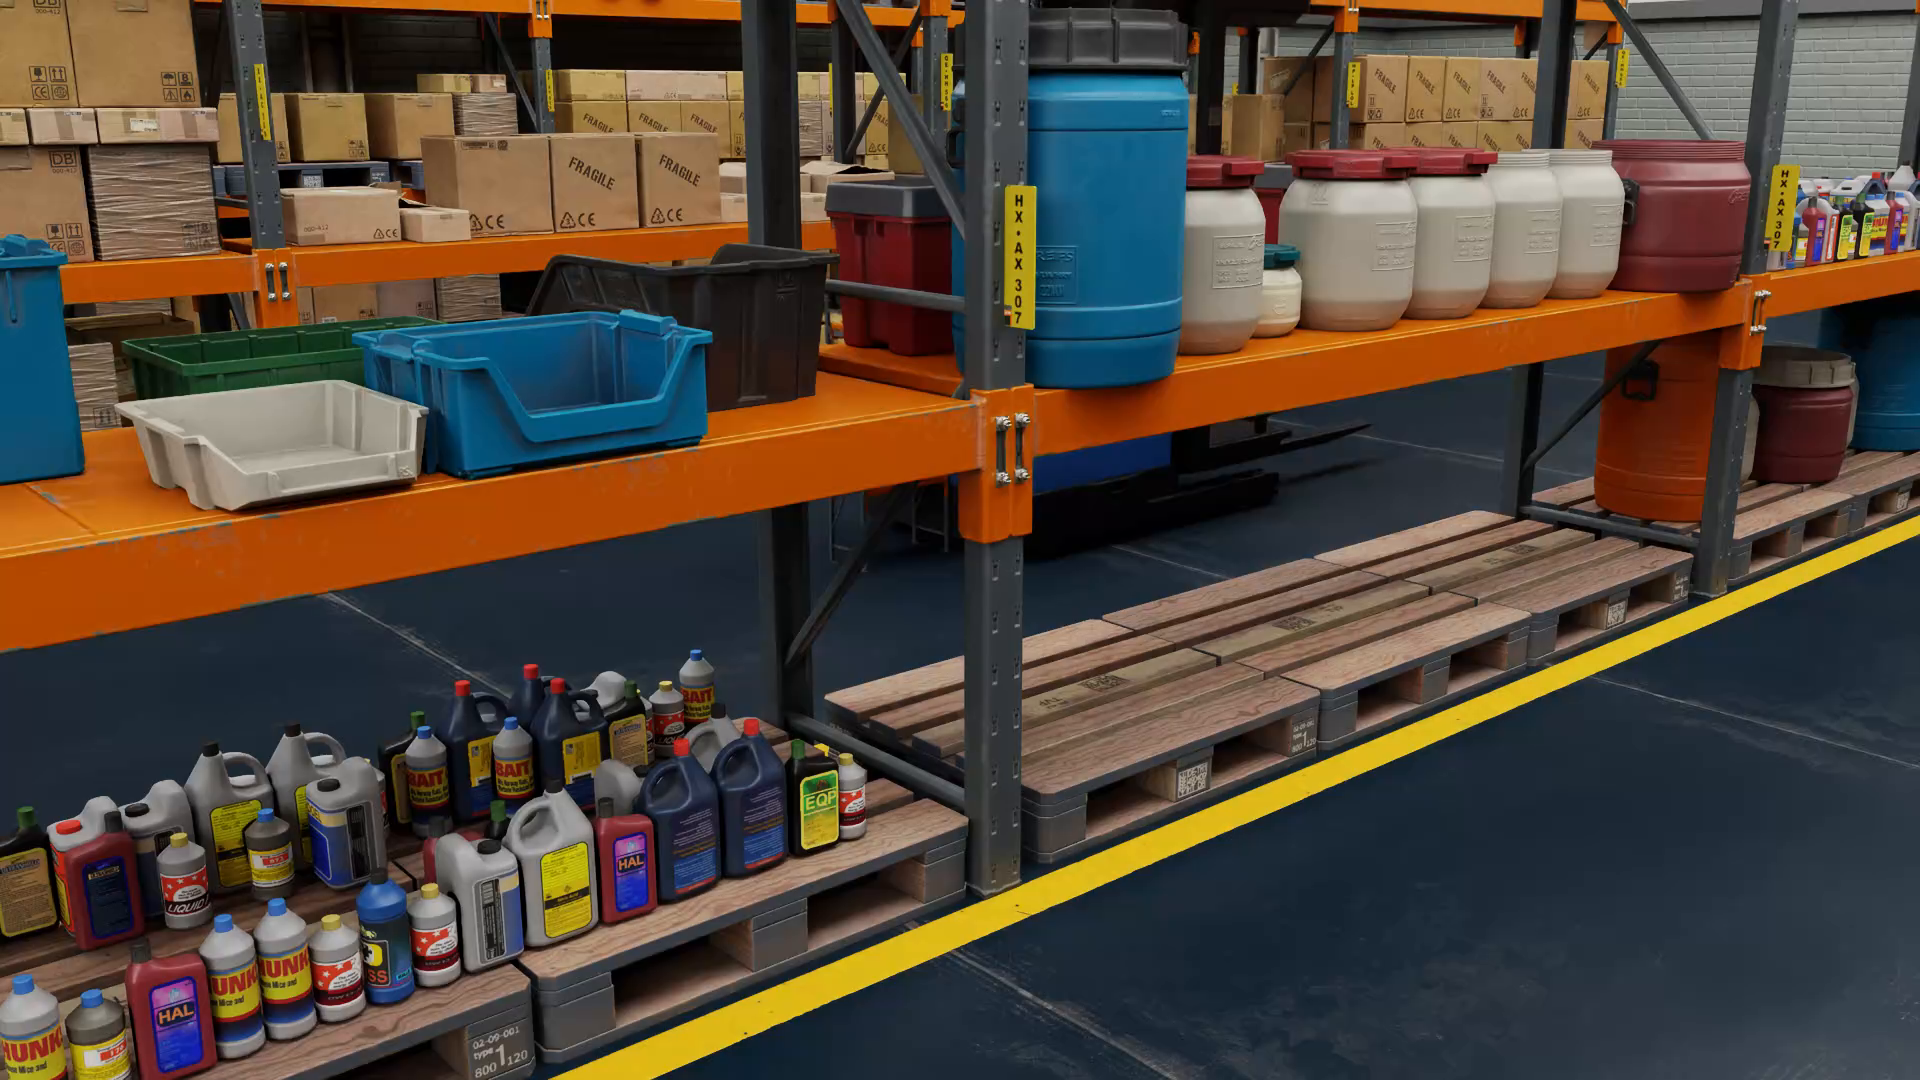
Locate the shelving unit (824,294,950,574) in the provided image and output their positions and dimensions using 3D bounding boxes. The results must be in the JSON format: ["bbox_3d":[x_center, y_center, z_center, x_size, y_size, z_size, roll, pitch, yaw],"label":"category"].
[{"bbox_3d":[-0.312,-0.501,7.300,0.503,1.200,0.258,-14,20,-41],"label":"shelving unit"}]

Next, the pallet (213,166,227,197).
[{"bbox_3d":[-6.045,-2.567,11.920,1.213,0.211,1.003,-13,19,-39],"label":"pallet"}]

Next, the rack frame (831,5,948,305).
[{"bbox_3d":[-0.445,-2.273,10.445,0.127,3.000,1.000,-13,19,-39],"label":"rack frame"}]

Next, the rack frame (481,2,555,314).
[{"bbox_3d":[-3.700,-3.236,14.053,0.127,3.000,1.000,-13,19,-39],"label":"rack frame"}]

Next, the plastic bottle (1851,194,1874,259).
[{"bbox_3d":[3.996,-1.393,7.378,0.133,0.283,0.061,-13,19,-39],"label":"plastic bottle"}]

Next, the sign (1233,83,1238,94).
[{"bbox_3d":[2.210,-3.473,13.261,0.005,0.325,0.100,-13,19,-39],"label":"sign"}]

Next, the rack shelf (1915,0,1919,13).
[{"bbox_3d":[4.312,-2.748,7.807,4.000,0.370,1.077,-13,19,-39],"label":"rack shelf"}]

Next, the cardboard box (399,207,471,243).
[{"bbox_3d":[-2.660,-1.584,8.354,0.250,0.149,0.380,-13,19,-39],"label":"cardboard box"}]

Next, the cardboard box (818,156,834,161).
[{"bbox_3d":[-1.312,-3.551,15.680,0.250,0.149,0.380,-13,19,-39],"label":"cardboard box"}]

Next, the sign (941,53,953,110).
[{"bbox_3d":[-0.078,-2.724,9.893,0.005,0.325,0.100,-13,19,-39],"label":"sign"}]

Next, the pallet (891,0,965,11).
[{"bbox_3d":[-0.058,-5.457,16.726,1.213,0.211,1.003,-13,19,-39],"label":"pallet"}]

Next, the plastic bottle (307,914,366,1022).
[{"bbox_3d":[-1.250,0.849,3.330,0.097,0.201,0.097,0,15,0],"label":"plastic bottle"}]

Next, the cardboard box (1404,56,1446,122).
[{"bbox_3d":[3.501,-3.594,13.261,0.500,0.500,0.500,-13,20,-41],"label":"cardboard box"}]

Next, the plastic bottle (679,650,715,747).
[{"bbox_3d":[-0.742,0.444,4.709,0.097,0.271,0.097,0,15,0],"label":"plastic bottle"}]

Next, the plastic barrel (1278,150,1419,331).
[{"bbox_3d":[1.205,-0.939,5.191,0.433,0.535,0.433,0,15,0],"label":"plastic barrel"}]

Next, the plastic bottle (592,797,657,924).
[{"bbox_3d":[-0.751,0.703,3.716,0.133,0.283,0.061,-11,19,-36],"label":"plastic bottle"}]

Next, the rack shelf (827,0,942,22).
[{"bbox_3d":[-1.954,-3.035,8.883,4.000,0.370,1.077,-13,19,-39],"label":"rack shelf"}]

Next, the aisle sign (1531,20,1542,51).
[{"bbox_3d":[5.449,-4.952,15.441,0.004,0.787,0.394,-13,19,-39],"label":"aisle sign"}]

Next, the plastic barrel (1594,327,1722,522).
[{"bbox_3d":[3.161,-0.548,7.381,0.708,0.830,0.600,-13,19,-39],"label":"plastic barrel"}]

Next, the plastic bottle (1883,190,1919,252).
[{"bbox_3d":[4.388,-1.493,7.767,0.135,0.276,0.152,-13,19,-39],"label":"plastic bottle"}]

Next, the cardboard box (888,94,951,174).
[{"bbox_3d":[-0.044,-2.652,10.860,0.700,0.500,0.500,8,17,28],"label":"cardboard box"}]

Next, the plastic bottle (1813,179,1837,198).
[{"bbox_3d":[4.523,-1.764,8.782,0.135,0.276,0.152,-13,19,-39],"label":"plastic bottle"}]

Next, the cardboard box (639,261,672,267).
[{"bbox_3d":[-3.059,-2.500,14.647,0.750,0.750,0.750,-13,20,-40],"label":"cardboard box"}]

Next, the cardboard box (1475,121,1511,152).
[{"bbox_3d":[4.281,-3.290,14.060,0.500,0.500,0.500,-13,20,-40],"label":"cardboard box"}]

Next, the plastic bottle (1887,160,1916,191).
[{"bbox_3d":[5.312,-1.958,9.363,0.185,0.351,0.144,-13,19,-39],"label":"plastic bottle"}]

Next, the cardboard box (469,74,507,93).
[{"bbox_3d":[-3.940,-3.746,13.659,0.380,0.149,0.250,13,20,40],"label":"cardboard box"}]

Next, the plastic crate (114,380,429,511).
[{"bbox_3d":[-1.273,-0.178,3.116,0.437,0.136,0.530,-13,19,-39],"label":"plastic crate"}]

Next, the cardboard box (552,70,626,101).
[{"bbox_3d":[-3.166,-3.832,14.021,0.500,0.250,0.500,-12,19,-38],"label":"cardboard box"}]

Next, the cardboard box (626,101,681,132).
[{"bbox_3d":[-2.764,-3.557,14.446,0.500,0.500,0.500,-12,19,-38],"label":"cardboard box"}]

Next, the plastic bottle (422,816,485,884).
[{"bbox_3d":[-1.095,0.728,3.622,0.133,0.283,0.061,-13,19,-39],"label":"plastic bottle"}]

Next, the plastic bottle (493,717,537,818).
[{"bbox_3d":[-1.125,0.580,4.202,0.097,0.271,0.097,0,15,0],"label":"plastic bottle"}]

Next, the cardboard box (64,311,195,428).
[{"bbox_3d":[-4.018,-0.814,8.046,0.500,0.500,0.500,-13,19,-39],"label":"cardboard box"}]

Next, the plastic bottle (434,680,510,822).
[{"bbox_3d":[-1.238,0.525,4.252,0.185,0.351,0.144,-14,20,-42],"label":"plastic bottle"}]

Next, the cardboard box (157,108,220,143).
[{"bbox_3d":[-3.527,-1.869,7.483,0.250,0.149,0.380,-13,20,-39],"label":"cardboard box"}]

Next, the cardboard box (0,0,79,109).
[{"bbox_3d":[-4.174,-2.108,7.121,0.500,0.500,0.700,-13,20,-39],"label":"cardboard box"}]

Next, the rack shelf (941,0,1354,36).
[{"bbox_3d":[1.064,-3.713,11.419,4.000,0.370,1.077,-13,19,-39],"label":"rack shelf"}]

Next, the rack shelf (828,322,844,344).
[{"bbox_3d":[-0.312,-0.881,7.199,0.480,0.148,0.258,-14,20,-41],"label":"rack shelf"}]

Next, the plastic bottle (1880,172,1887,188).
[{"bbox_3d":[5.164,-1.927,9.378,0.133,0.283,0.061,-13,19,-39],"label":"plastic bottle"}]

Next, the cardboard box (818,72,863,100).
[{"bbox_3d":[-1.259,-4.264,15.640,0.500,0.250,0.500,-12,19,-38],"label":"cardboard box"}]

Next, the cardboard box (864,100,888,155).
[{"bbox_3d":[-0.865,-3.988,16.060,0.500,0.500,0.500,-13,20,-40],"label":"cardboard box"}]

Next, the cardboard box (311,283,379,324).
[{"bbox_3d":[-5.030,-1.955,13.247,0.500,0.500,0.700,-13,20,-40],"label":"cardboard box"}]

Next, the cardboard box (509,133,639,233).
[{"bbox_3d":[-2.097,-1.944,9.023,0.500,0.500,0.500,-13,19,-39],"label":"cardboard box"}]

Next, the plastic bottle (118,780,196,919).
[{"bbox_3d":[-1.821,0.694,3.766,0.135,0.276,0.152,-13,20,-41],"label":"plastic bottle"}]

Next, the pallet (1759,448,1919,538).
[{"bbox_3d":[4.291,-0.308,8.493,1.213,0.211,1.003,-13,19,-39],"label":"pallet"}]

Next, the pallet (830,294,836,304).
[{"bbox_3d":[-1.215,-2.421,16.406,1.213,0.211,1.003,-13,19,-39],"label":"pallet"}]

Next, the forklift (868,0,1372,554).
[{"bbox_3d":[0.983,-1.652,8.257,3.031,2.935,1.130,-14,20,-41],"label":"forklift"}]

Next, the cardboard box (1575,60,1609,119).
[{"bbox_3d":[5.435,-4.030,14.894,0.500,0.500,0.500,-13,20,-40],"label":"cardboard box"}]

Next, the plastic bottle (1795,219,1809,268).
[{"bbox_3d":[3.521,-1.253,7.013,0.097,0.201,0.097,0,15,0],"label":"plastic bottle"}]

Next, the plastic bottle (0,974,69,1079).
[{"bbox_3d":[-1.659,0.907,2.977,0.097,0.271,0.097,0,15,0],"label":"plastic bottle"}]
